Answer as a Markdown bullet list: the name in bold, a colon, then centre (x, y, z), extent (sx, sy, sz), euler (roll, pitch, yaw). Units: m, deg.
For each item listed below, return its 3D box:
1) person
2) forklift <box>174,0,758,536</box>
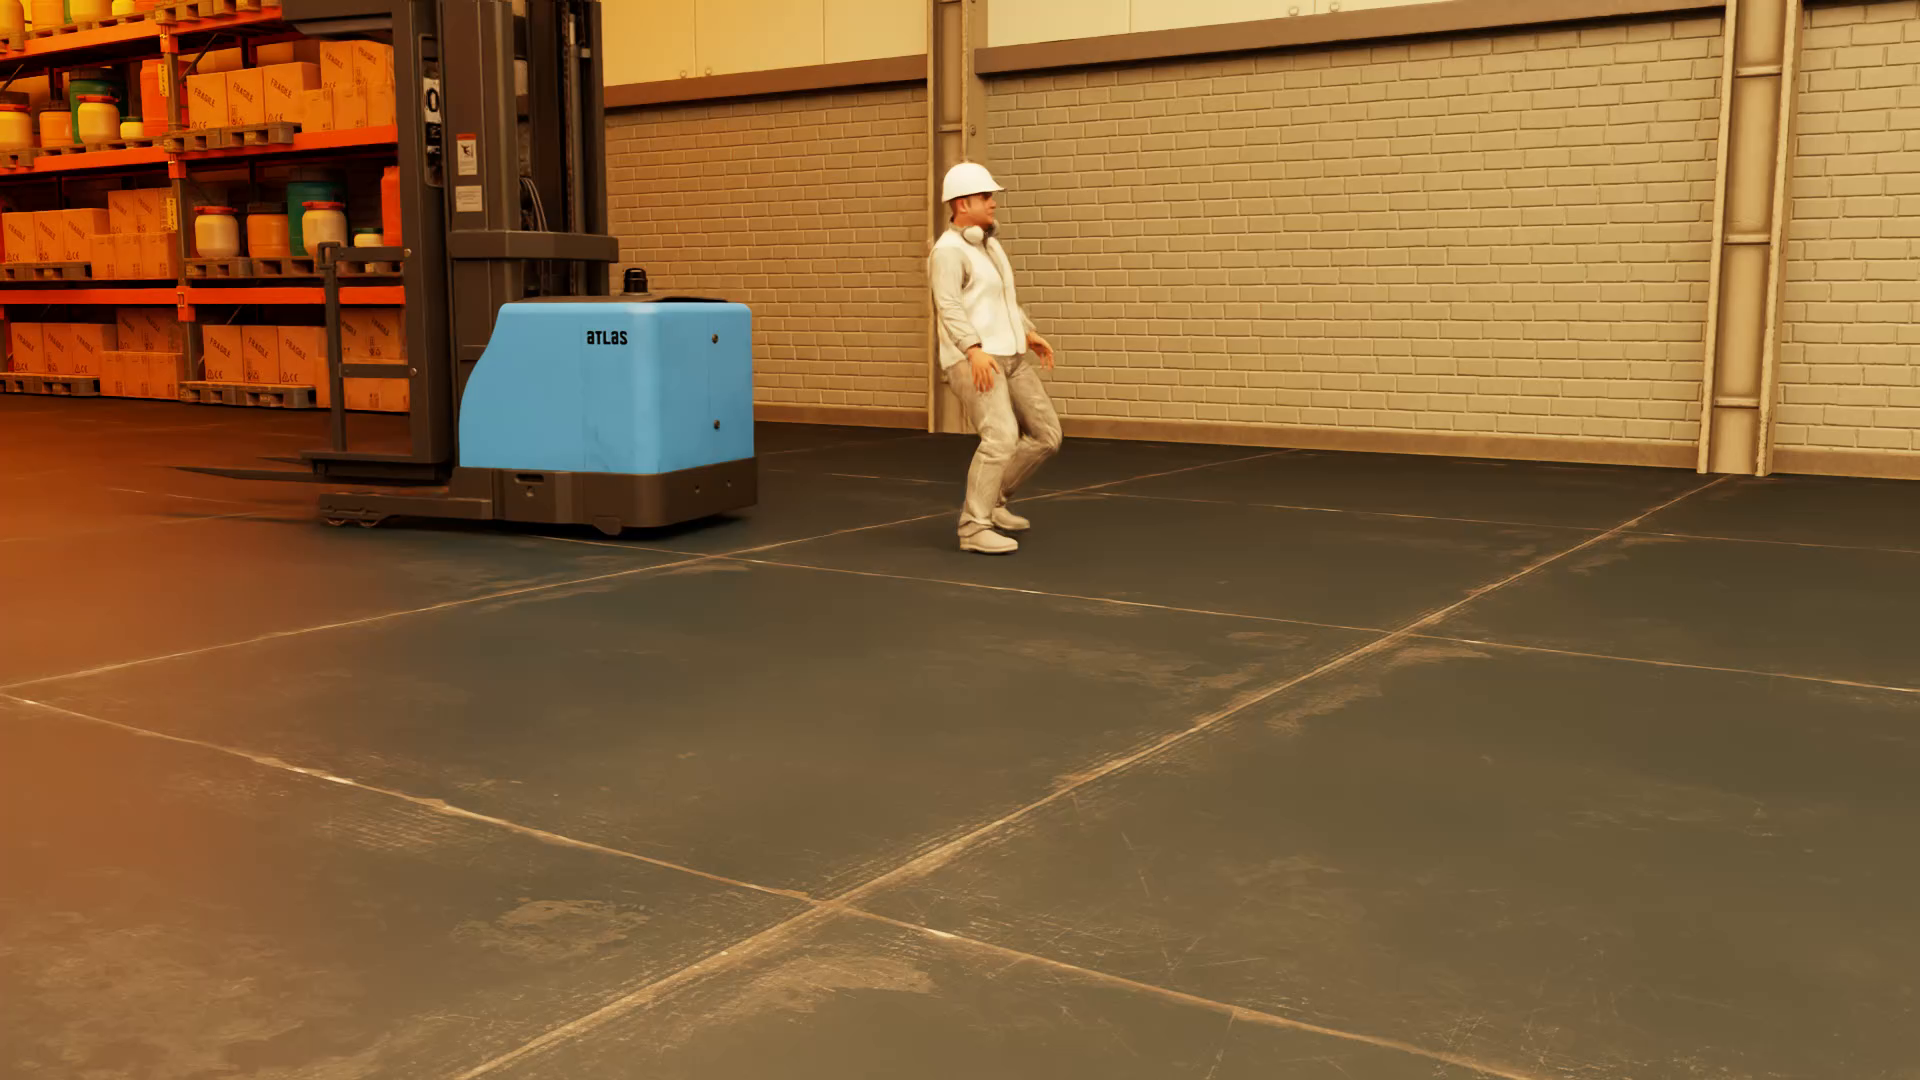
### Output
- **person**: centre (0.138, -0.822, 7.404), extent (0.573, 1.688, 0.755), euler (4, 9, 28)
- **forklift**: centre (-2.585, -1.577, 8.285), extent (3.031, 2.935, 1.130), euler (3, 9, 21)
